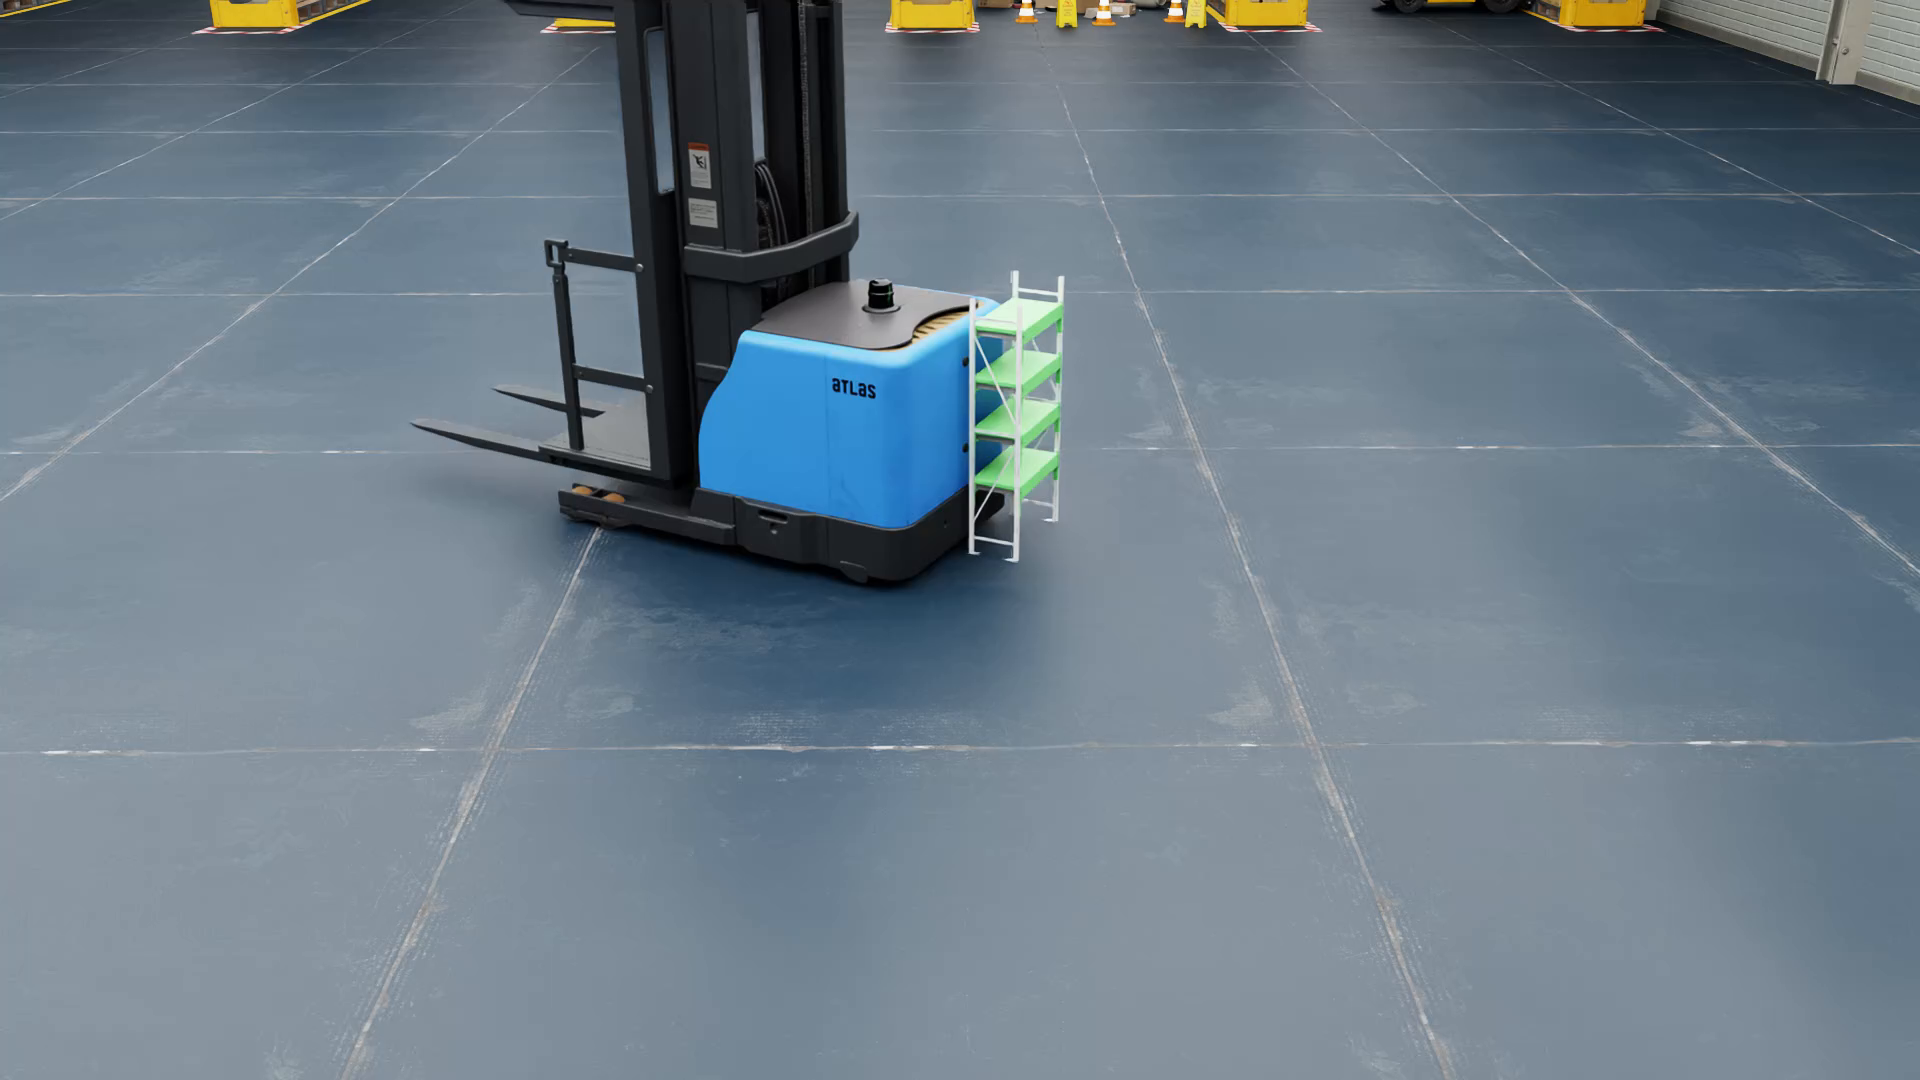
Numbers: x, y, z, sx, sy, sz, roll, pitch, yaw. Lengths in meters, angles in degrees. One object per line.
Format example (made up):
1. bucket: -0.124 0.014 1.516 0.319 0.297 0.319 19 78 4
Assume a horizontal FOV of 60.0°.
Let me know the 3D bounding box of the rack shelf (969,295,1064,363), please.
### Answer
1. rack shelf: 0.253 -0.938 7.357 0.258 0.148 0.480 10 26 22

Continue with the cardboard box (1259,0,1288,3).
1. cardboard box: 4.802 -8.269 25.221 0.500 0.250 0.500 0 24 -1

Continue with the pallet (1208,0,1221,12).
1. pallet: 4.549 -8.594 26.496 1.003 0.211 1.213 0 24 -1

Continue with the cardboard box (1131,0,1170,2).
1. cardboard box: 3.141 -9.060 27.172 0.500 0.500 0.500 19 30 35

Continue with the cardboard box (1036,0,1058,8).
1. cardboard box: 1.402 -8.636 26.522 0.396 0.266 0.258 4 25 9

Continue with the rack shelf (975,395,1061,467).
1. rack shelf: 0.253 -0.500 7.555 0.258 0.148 0.480 10 26 22

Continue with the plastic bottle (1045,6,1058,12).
1. plastic bottle: 1.427 -8.359 26.157 0.133 0.061 0.283 -9 26 -19

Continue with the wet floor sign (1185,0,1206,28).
1. wet floor sign: 3.466 -7.841 24.305 0.267 0.644 0.232 8 26 18

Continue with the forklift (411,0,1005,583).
1. forklift: -1.333 -1.563 7.649 3.031 2.935 1.130 12 27 25

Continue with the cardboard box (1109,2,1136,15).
1. cardboard box: 2.500 -8.229 25.764 0.380 0.149 0.250 13 27 27

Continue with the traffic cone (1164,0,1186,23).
1. traffic cone: 3.239 -8.013 24.905 0.336 0.463 0.334 0 24 -1

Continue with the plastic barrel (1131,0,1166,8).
1. plastic barrel: 2.998 -8.668 26.401 0.512 0.421 0.421 19 30 35

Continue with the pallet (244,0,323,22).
1. pallet: -10.379 -8.026 25.239 1.003 0.211 1.213 0 24 -1

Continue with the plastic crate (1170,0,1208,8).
1. plastic crate: 3.688 -8.665 26.811 0.402 0.080 0.583 -9 26 -19

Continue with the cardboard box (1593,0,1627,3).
1. cardboard box: 9.688 -8.163 24.985 0.500 0.250 0.500 0 24 0

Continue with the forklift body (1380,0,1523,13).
1. forklift body: 7.652 -9.407 25.940 2.313 2.155 1.214 0 24 -1

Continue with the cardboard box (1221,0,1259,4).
1. cardboard box: 4.256 -8.277 25.239 0.500 0.250 0.500 0 24 -1

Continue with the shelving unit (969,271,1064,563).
1. shelving unit: 0.253 -0.559 7.529 0.258 1.200 0.503 10 26 22

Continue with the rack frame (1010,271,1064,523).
1. rack frame: 0.353 -0.650 7.732 0.240 1.200 0.015 10 26 22

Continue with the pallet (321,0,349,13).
1. pallet: -10.390 -8.527 26.348 1.003 0.211 1.213 0 24 -1

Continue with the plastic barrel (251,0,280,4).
1. plastic barrel: -10.412 -8.259 24.880 0.421 0.512 0.421 0 24 0

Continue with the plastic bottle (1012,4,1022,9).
1. plastic bottle: 0.984 -8.507 26.486 0.283 0.061 0.133 -9 26 -19

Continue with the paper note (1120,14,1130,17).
1. paper note: 2.533 -8.025 25.456 0.148 0.019 0.142 -9 26 -19

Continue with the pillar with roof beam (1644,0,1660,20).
1. pillar with roof beam: 6.086 -12.026 23.420 9.100 9.000 0.400 0 24 -1

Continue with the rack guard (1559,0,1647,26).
1. rack guard: 9.498 -7.872 24.549 1.175 0.500 0.348 0 24 -1

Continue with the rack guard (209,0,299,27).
1. rack guard: -10.376 -7.823 24.439 1.175 0.500 0.348 0 24 -1

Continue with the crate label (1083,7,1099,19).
1. crate label: 2.063 -8.043 25.367 0.250 0.136 0.298 -14 28 -28

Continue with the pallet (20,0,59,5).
1. pallet: -15.358 -8.960 27.304 1.003 0.211 1.213 0 24 -1

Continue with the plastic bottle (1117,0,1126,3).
1. plastic bottle: 2.629 -8.766 27.059 0.133 0.061 0.283 4 25 9

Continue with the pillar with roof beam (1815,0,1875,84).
1. pillar with roof beam: 6.152 -9.554 17.954 9.100 9.000 0.400 0 24 -1

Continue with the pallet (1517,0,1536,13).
1. pallet: 9.437 -8.567 26.436 1.003 0.211 1.213 0 24 -1

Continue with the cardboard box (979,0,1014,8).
1. cardboard box: 0.585 -8.809 26.617 0.500 0.500 0.500 4 25 9

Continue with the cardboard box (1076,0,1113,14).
1. cardboard box: 1.983 -8.572 26.093 0.797 0.503 0.637 -19 31 -36

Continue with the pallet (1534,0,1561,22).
1. pallet: 9.447 -8.065 25.327 1.003 0.211 1.213 0 24 -1

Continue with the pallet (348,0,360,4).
1. pallet: -10.406 -9.031 27.462 1.003 0.211 1.213 0 24 -1

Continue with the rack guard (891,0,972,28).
1. rack guard: -0.414 -7.784 24.355 1.175 0.500 0.348 0 24 -1

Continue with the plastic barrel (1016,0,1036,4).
1. plastic barrel: 1.088 -8.947 27.019 0.512 0.421 0.421 19 30 35

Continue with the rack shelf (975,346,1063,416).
1. rack shelf: 0.253 -0.719 7.456 0.258 0.148 0.480 10 26 22

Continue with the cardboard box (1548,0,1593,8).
1. cardboard box: 9.176 -8.152 24.961 0.500 0.250 0.500 0 24 0

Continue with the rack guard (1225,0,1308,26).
1. rack guard: 4.533 -7.890 24.587 1.175 0.500 0.348 0 24 -1

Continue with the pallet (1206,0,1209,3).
1. pallet: 4.533 -9.098 27.611 1.003 0.211 1.213 0 24 -1

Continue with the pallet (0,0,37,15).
1. pallet: -15.342 -8.456 26.189 1.003 0.211 1.213 0 24 -1

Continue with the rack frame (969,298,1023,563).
1. rack frame: 0.154 -0.467 7.326 0.240 1.200 0.015 10 26 22

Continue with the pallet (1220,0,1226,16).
1. pallet: 4.560 -8.093 25.388 1.003 0.211 1.213 0 24 -1

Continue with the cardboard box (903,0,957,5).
1. cardboard box: -0.488 -8.436 24.830 0.875 0.875 0.875 0 24 0

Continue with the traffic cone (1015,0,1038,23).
1. traffic cone: 1.000 -8.003 24.883 0.336 0.463 0.334 0 24 -1

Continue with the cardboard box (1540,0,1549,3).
1. cardboard box: 9.180 -8.357 25.414 0.500 0.250 0.500 0 24 -1

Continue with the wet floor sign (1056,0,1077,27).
1. wet floor sign: 1.566 -7.858 24.340 0.267 0.644 0.232 -4 25 -10

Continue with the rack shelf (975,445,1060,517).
1. rack shelf: 0.253 -0.282 7.654 0.258 0.148 0.480 10 26 22

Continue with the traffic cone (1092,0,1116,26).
1. traffic cone: 2.133 -7.868 24.584 0.336 0.463 0.334 0 24 -1

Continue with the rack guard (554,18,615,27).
1. rack guard: -5.376 -7.845 24.489 1.175 0.500 0.348 0 24 -1
